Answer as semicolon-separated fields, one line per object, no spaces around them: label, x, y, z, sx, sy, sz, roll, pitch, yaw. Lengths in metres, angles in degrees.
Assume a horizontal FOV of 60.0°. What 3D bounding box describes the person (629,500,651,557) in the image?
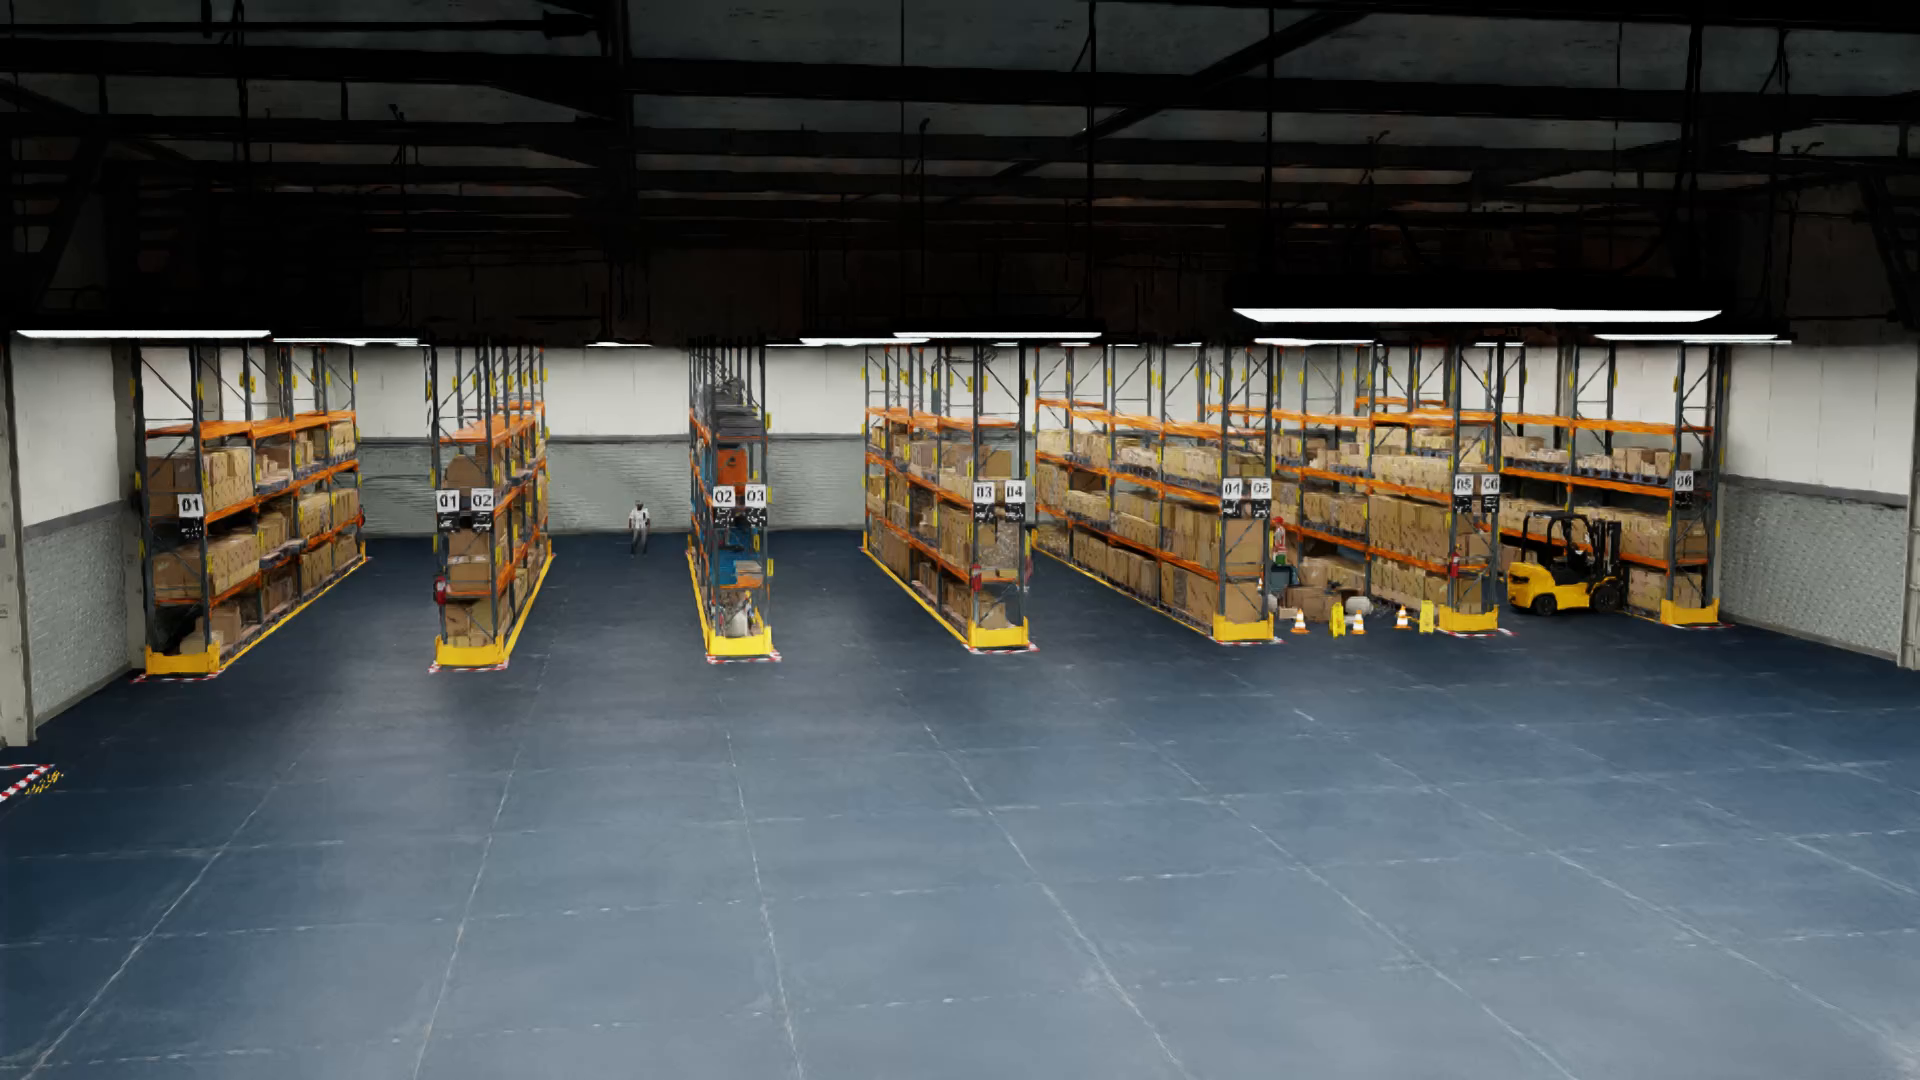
person;-8.816;-0.319;45.773;0.592;1.629;0.525;-1;7;-13

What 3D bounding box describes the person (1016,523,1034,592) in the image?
person;1.421;0.326;37.564;0.417;1.658;0.487;-5;8;-36

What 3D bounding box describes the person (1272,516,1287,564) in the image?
person;7.509;0.313;39.388;0.570;1.786;0.653;2;7;16
